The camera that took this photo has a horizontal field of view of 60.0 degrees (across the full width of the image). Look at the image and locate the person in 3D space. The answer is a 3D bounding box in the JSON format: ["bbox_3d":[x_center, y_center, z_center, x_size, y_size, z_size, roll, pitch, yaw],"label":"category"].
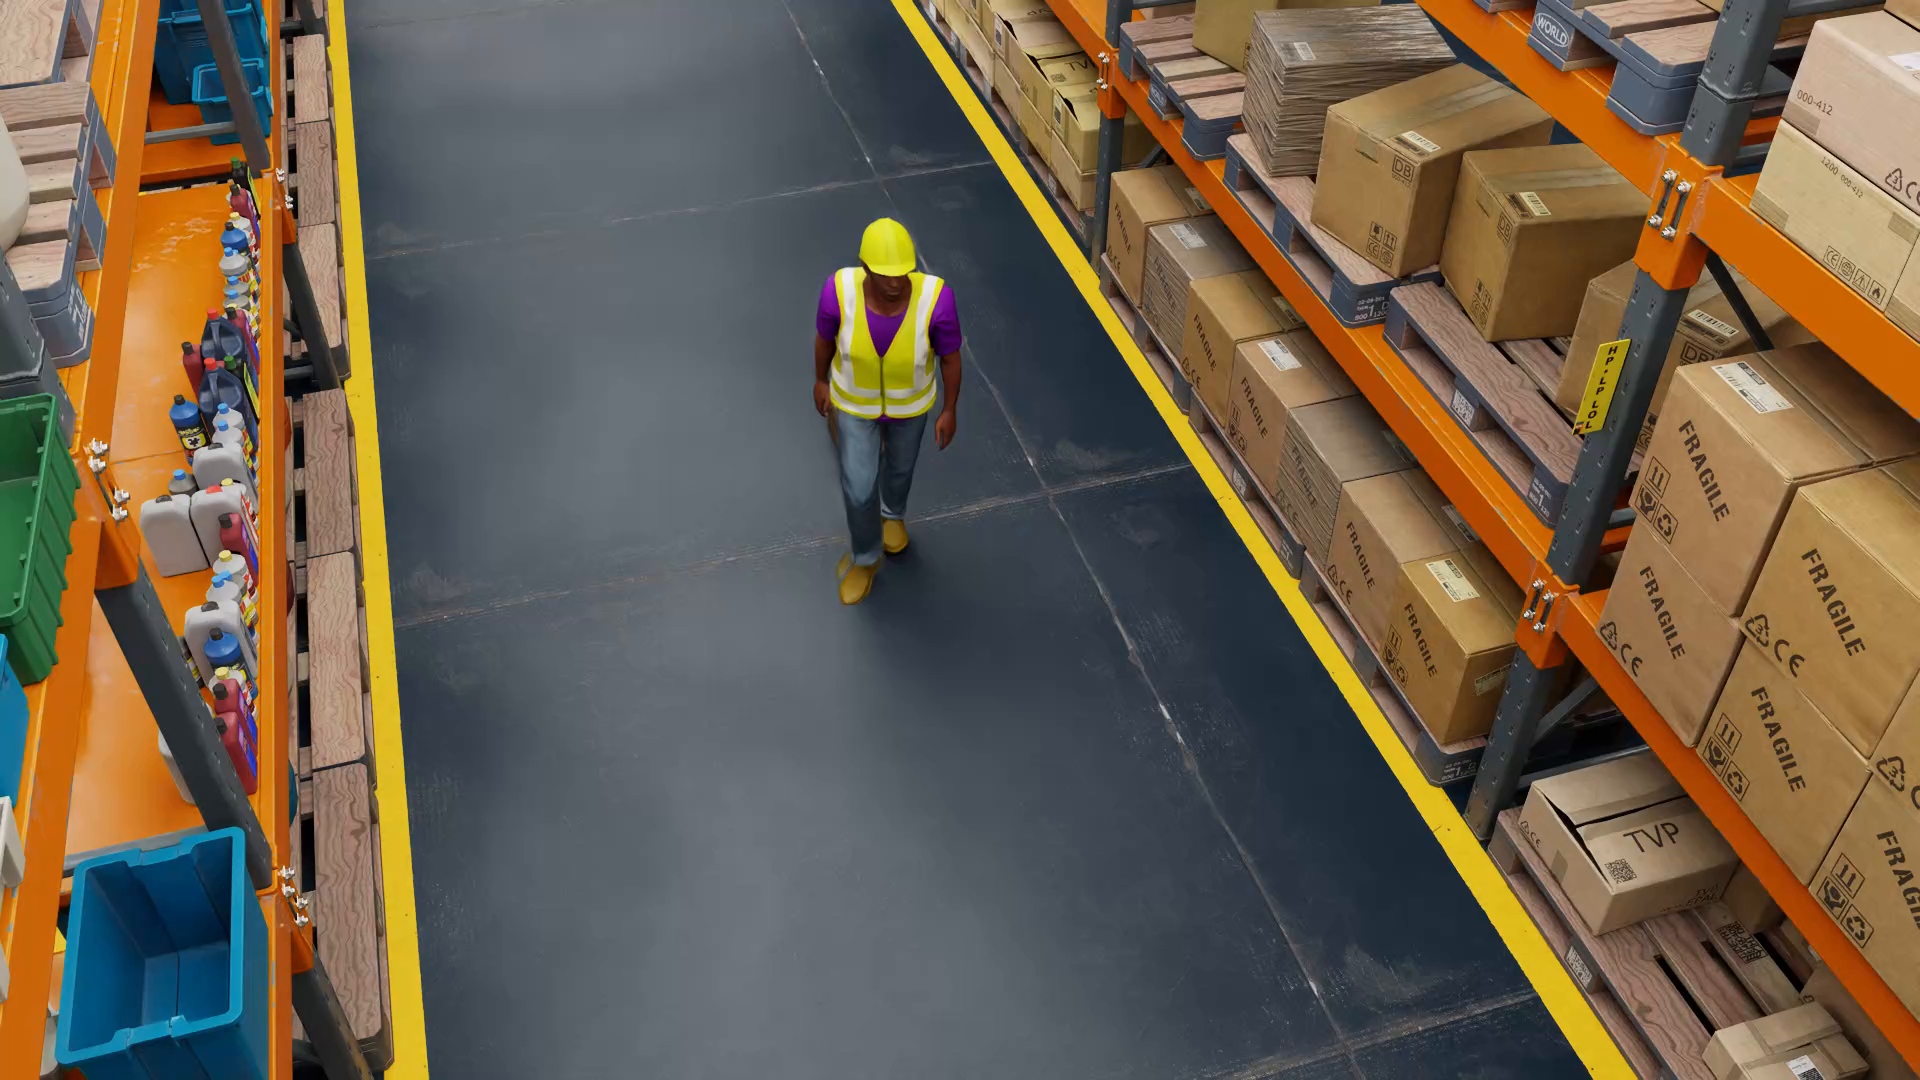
[{"bbox_3d":[-0.297,-0.556,6.802,0.606,1.758,0.581,-3,42,-4],"label":"person"}]
